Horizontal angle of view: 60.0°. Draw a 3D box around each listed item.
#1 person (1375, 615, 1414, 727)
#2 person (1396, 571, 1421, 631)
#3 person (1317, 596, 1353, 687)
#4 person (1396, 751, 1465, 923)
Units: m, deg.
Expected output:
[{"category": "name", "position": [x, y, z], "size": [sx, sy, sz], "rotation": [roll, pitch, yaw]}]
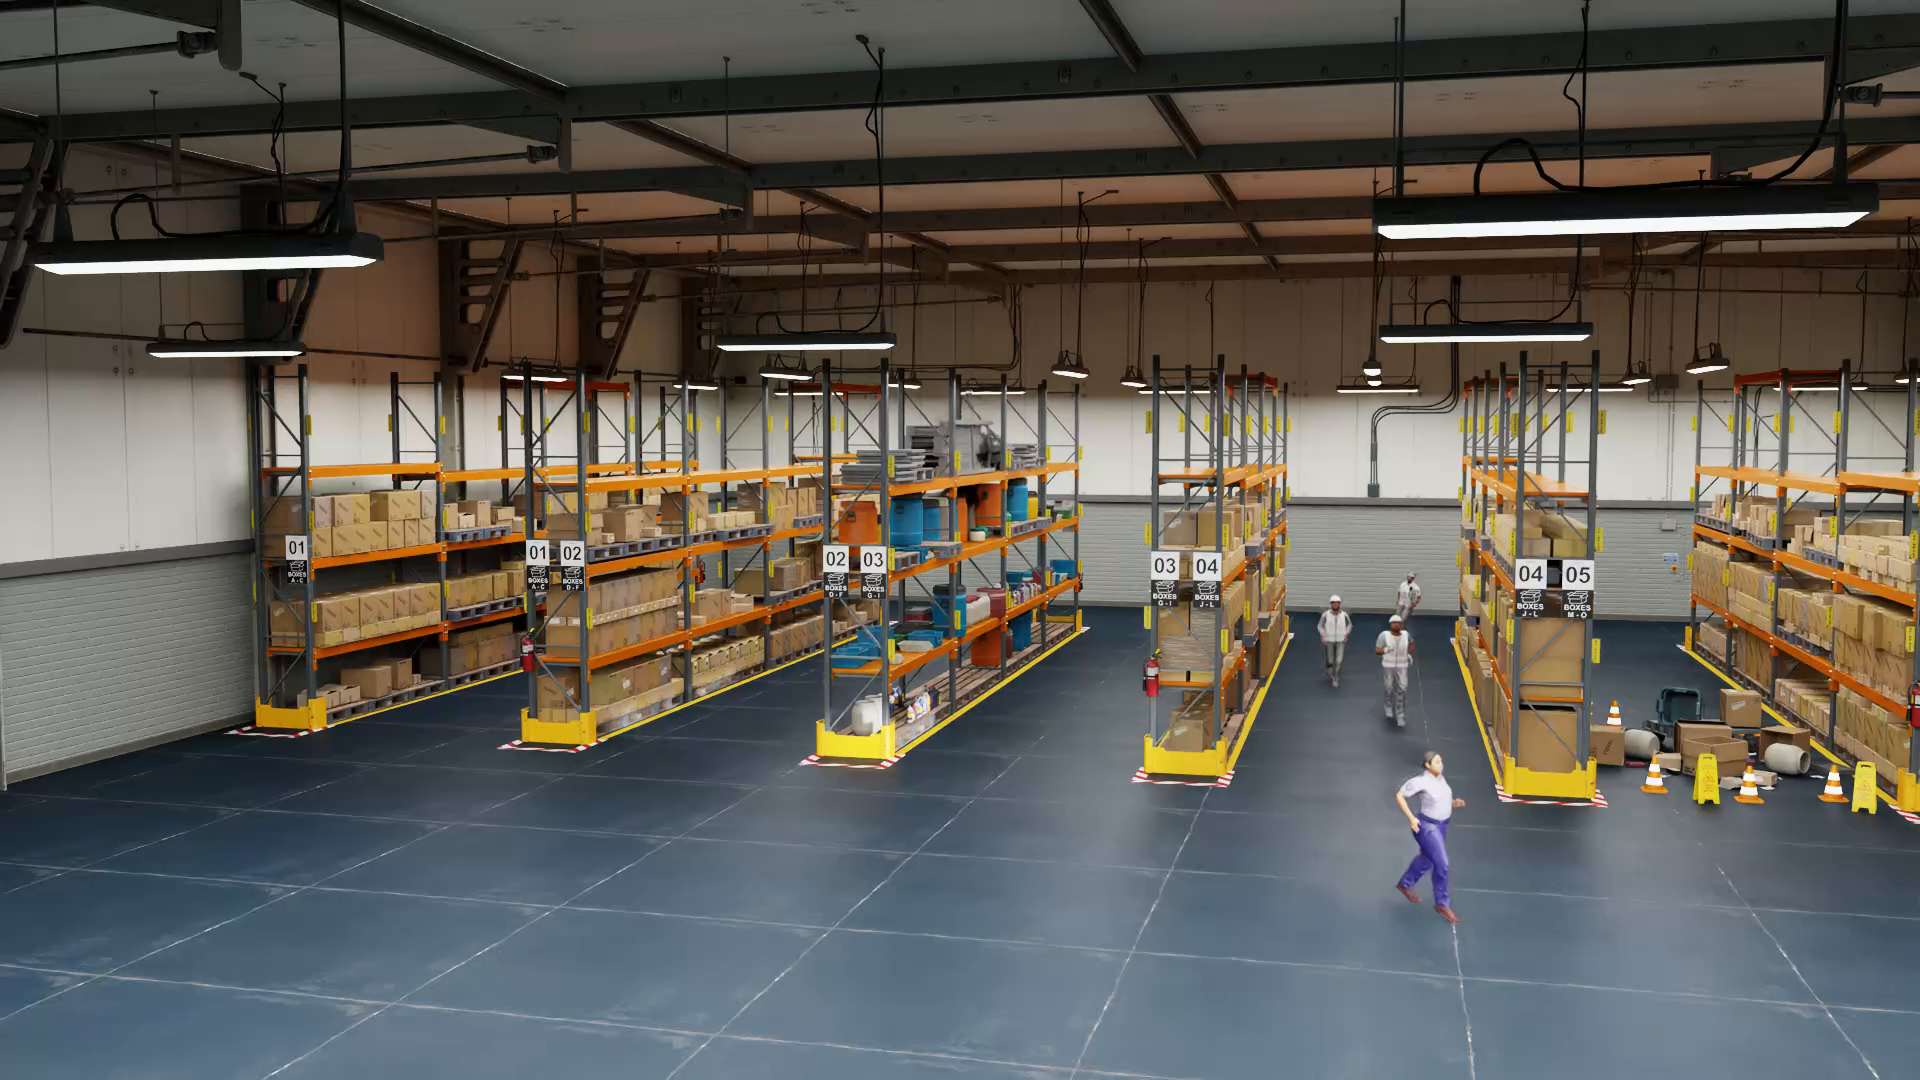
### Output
[{"category": "person", "position": [7.305, 2.165, 27.930], "size": [0.668, 1.820, 0.828], "rotation": [1, 4, 8]}, {"category": "person", "position": [10.393, 1.526, 38.617], "size": [0.664, 1.628, 0.554], "rotation": [3, 5, 38]}, {"category": "person", "position": [7.240, 1.937, 32.109], "size": [0.669, 1.742, 0.625], "rotation": [1, 4, 7]}, {"category": "person", "position": [4.818, 3.001, 17.043], "size": [0.797, 1.700, 0.587], "rotation": [4, 5, 43]}]
